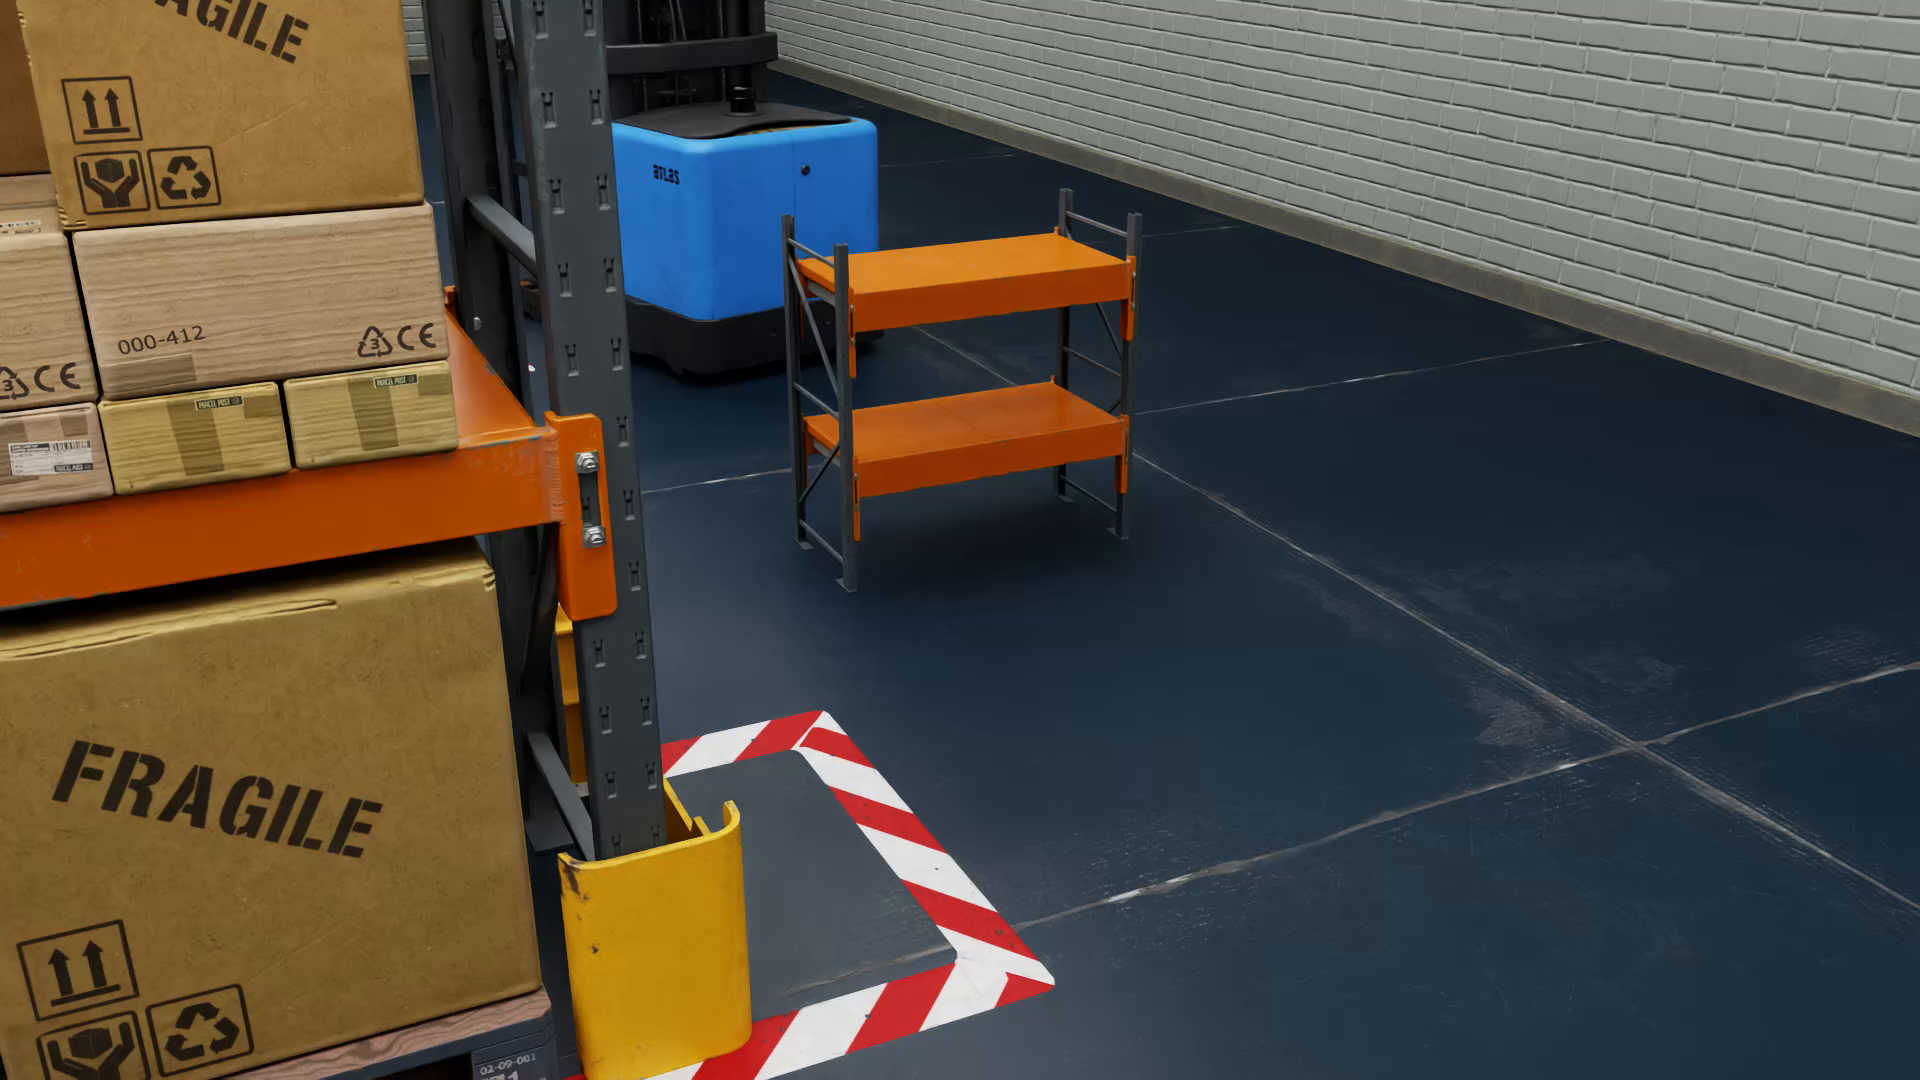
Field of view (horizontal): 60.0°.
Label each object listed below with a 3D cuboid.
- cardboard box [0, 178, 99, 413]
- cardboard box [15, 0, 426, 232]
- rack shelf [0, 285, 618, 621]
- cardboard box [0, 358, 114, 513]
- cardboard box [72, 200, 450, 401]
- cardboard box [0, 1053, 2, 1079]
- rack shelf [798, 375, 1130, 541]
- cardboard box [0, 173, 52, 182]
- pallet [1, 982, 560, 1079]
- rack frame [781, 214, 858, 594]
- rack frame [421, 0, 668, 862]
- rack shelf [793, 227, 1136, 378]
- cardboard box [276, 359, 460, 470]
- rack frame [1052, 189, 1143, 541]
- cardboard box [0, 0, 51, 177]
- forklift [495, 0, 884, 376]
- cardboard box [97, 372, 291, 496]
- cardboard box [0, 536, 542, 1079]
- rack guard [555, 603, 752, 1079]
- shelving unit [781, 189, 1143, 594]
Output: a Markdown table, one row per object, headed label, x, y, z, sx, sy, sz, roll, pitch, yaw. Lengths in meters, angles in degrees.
| label | x | y | z | sx | sy | sz | roll | pitch | yaw |
| --- | --- | --- | --- | --- | --- | --- | --- | --- | --- |
| cardboard box | -1.605 | -0.362 | 2.510 | 0.500 | 0.250 | 0.500 | -11 | 25 | -25 |
| cardboard box | -1.151 | -0.793 | 2.571 | 0.500 | 0.500 | 0.500 | -10 | 25 | -23 |
| rack shelf | -2.628 | 0.114 | 2.493 | 4.000 | 0.370 | 1.077 | -10 | 25 | -24 |
| cardboard box | -1.466 | -0.176 | 2.582 | 0.250 | 0.149 | 0.380 | -10 | 25 | -23 |
| cardboard box | -1.148 | -0.446 | 2.713 | 0.500 | 0.250 | 0.500 | -11 | 25 | -24 |
| cardboard box | -2.188 | 0.523 | 2.795 | 0.875 | 0.875 | 0.875 | -10 | 25 | -24 |
| rack shelf | 0.006 | -0.295 | 5.631 | 1.000 | 0.278 | 0.538 | -10 | 25 | -24 |
| cardboard box | -1.841 | -0.543 | 2.947 | 0.500 | 0.250 | 0.500 | -11 | 25 | -24 |
| pallet | -1.513 | 0.898 | 3.304 | 1.213 | 0.211 | 1.003 | -10 | 25 | -24 |
| rack frame | -0.452 | -0.437 | 5.334 | 0.032 | 1.125 | 0.500 | -10 | 25 | -24 |
| rack frame | -0.826 | -0.550 | 3.156 | 0.127 | 3.000 | 1.000 | -10 | 25 | -24 |
| rack shelf | 0.006 | -0.791 | 5.426 | 1.000 | 0.278 | 0.538 | -10 | 25 | -24 |
| cardboard box | -1.004 | -0.261 | 2.788 | 0.250 | 0.149 | 0.380 | -10 | 24 | -23 |
| rack frame | 0.464 | -0.605 | 5.741 | 0.032 | 1.125 | 0.500 | -10 | 25 | -24 |
| cardboard box | -1.826 | -0.895 | 2.817 | 0.500 | 0.500 | 0.500 | -11 | 25 | -25 |
| forklift | -1.692 | -2.576 | 8.140 | 1.130 | 2.935 | 3.031 | -18 | 28 | -36 |
| cardboard box | -1.238 | -0.218 | 2.682 | 0.250 | 0.149 | 0.380 | -10 | 25 | -23 |
| cardboard box | -1.368 | 0.372 | 3.159 | 0.875 | 0.875 | 0.875 | -10 | 25 | -24 |
| rack guard | -0.805 | 0.601 | 3.644 | 0.348 | 0.500 | 1.175 | -10 | 25 | -24 |
| shelving unit | 0.006 | -0.521 | 5.538 | 1.048 | 1.125 | 0.538 | -10 | 25 | -24 |
